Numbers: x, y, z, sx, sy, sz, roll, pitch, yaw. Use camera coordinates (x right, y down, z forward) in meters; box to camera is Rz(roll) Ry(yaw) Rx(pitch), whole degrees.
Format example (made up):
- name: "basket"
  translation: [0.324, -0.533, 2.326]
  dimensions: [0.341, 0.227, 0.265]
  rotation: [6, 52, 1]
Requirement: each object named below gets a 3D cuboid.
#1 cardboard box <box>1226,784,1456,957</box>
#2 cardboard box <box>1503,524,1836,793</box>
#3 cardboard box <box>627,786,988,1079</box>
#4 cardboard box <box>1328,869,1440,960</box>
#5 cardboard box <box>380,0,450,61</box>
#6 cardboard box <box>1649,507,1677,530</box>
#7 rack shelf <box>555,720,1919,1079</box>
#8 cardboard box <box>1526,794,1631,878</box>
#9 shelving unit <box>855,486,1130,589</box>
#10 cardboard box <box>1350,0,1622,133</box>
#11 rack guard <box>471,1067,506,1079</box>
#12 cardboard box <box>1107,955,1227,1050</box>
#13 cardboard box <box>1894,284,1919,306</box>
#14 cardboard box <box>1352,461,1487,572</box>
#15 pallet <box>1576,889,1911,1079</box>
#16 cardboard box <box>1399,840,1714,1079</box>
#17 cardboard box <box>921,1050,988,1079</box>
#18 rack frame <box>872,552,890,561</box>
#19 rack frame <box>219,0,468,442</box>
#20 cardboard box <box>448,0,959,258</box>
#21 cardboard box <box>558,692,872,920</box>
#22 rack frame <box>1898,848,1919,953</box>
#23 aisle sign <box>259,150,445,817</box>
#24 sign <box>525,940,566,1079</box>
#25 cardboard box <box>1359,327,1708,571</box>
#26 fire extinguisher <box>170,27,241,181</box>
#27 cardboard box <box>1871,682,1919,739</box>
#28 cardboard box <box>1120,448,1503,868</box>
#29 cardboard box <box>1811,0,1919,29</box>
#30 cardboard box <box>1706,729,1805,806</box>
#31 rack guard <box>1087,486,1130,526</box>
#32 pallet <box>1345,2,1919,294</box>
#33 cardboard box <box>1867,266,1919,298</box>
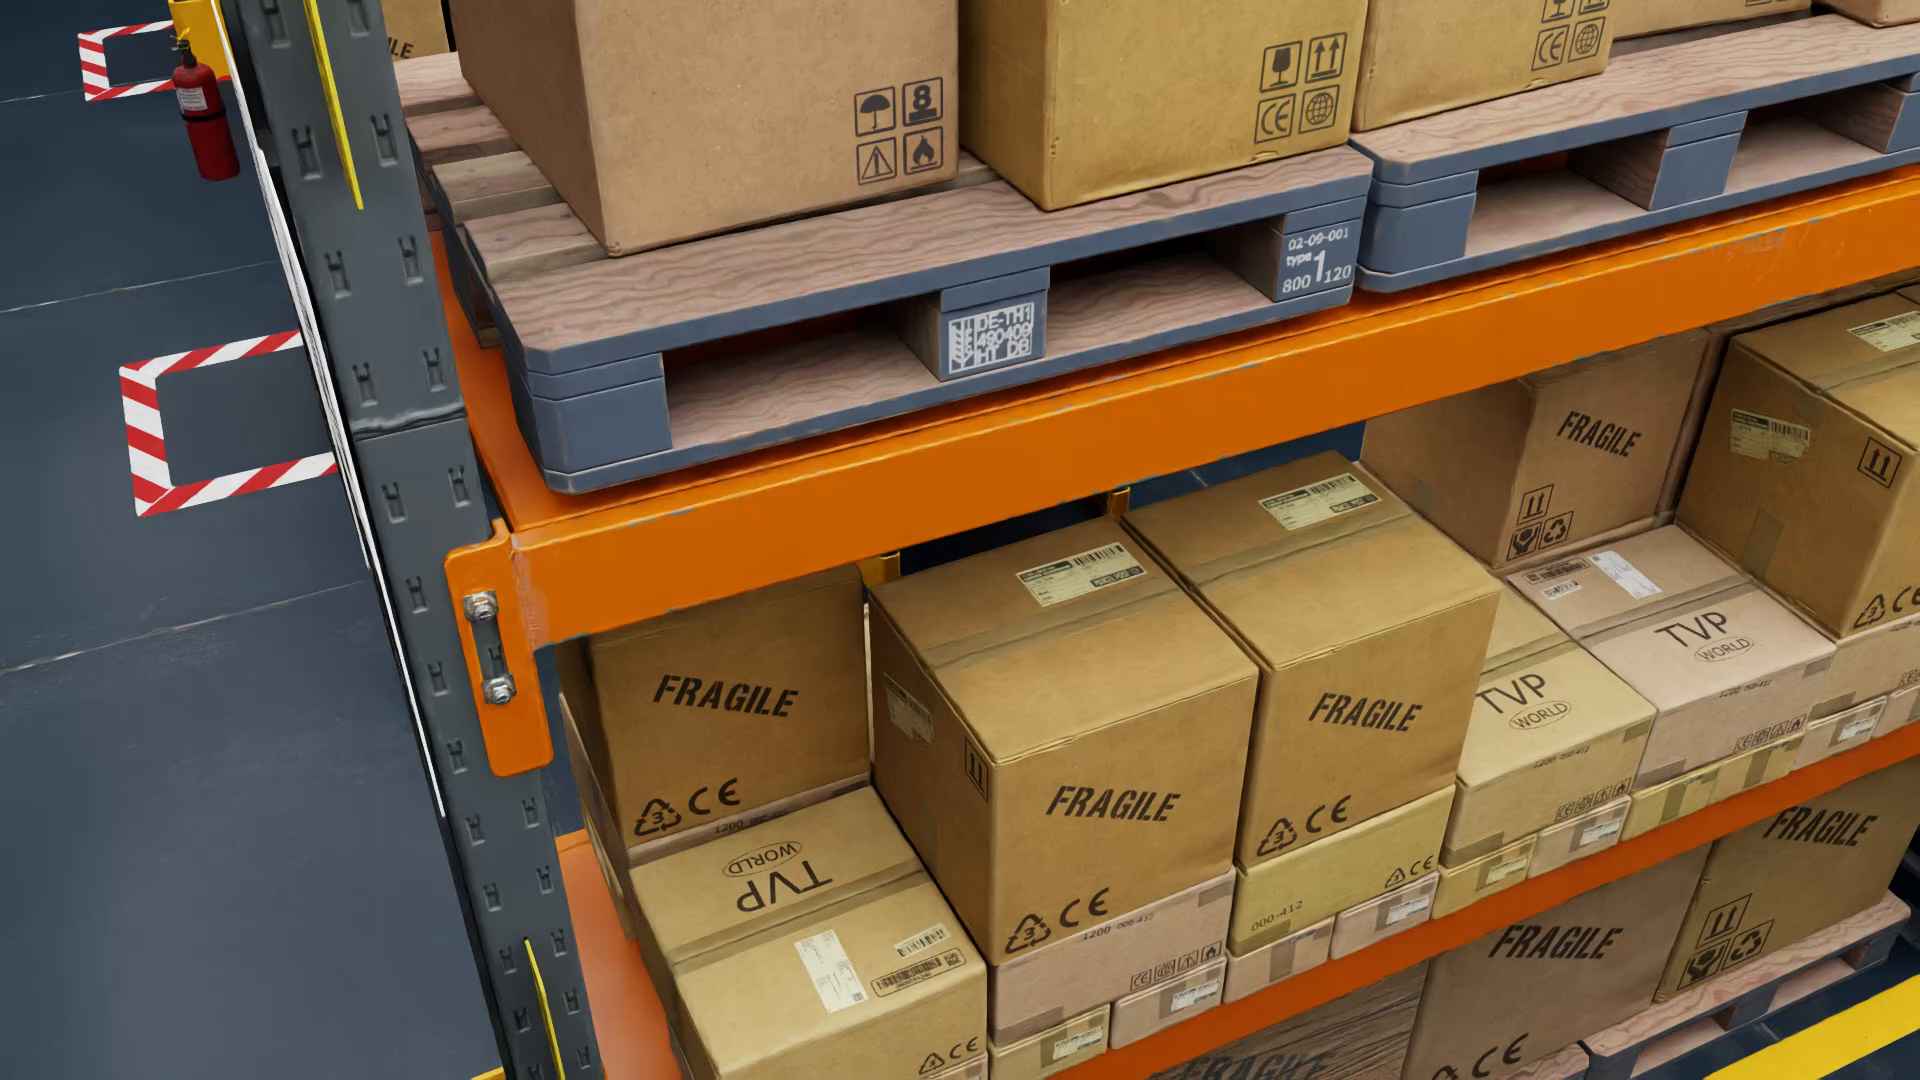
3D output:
- name: "cardboard box"
  translation: [0.640, 0.514, 3.415]
  dimensions: [0.500, 0.250, 0.500]
  rotation: [-17, 40, -21]
- name: "cardboard box"
  translation: [1.570, 0.253, 3.767]
  dimensions: [0.500, 0.250, 0.500]
  rotation: [-15, 39, -19]
- name: "cardboard box"
  translation: [-0.284, 0.775, 3.064]
  dimensions: [0.500, 0.250, 0.500]
  rotation: [-17, 40, -21]
- name: "cardboard box"
  translation: [0.791, 0.672, 3.537]
  dimensions: [0.250, 0.149, 0.380]
  rotation: [-16, 39, -20]
- name: "cardboard box"
  translation: [-2.326, -2.015, 6.615]
  dimensions: [0.500, 0.500, 0.500]
  rotation: [-14, 39, -18]
- name: "cardboard box"
  translation: [1.798, -0.161, 4.325]
  dimensions: [0.500, 0.250, 0.500]
  rotation: [-16, 39, -20]
- name: "rack shelf"
  translation: [0.977, 0.593, 4.037]
  dimensions: [4.000, 0.370, 1.077]
  rotation: [-16, 39, -20]
- name: "cardboard box"
  translation: [1.257, 0.541, 3.713]
  dimensions: [0.250, 0.149, 0.380]
  rotation: [-15, 39, -19]
- name: "shelving unit"
  translation: [0.069, -0.622, 6.329]
  dimensions: [1.083, 1.500, 0.587]
  rotation: [-16, 39, -20]
- name: "cardboard box"
  translation: [0.622, -1.039, 2.594]
  dimensions: [0.500, 0.500, 0.700]
  rotation: [-18, 40, -23]
- name: "rack guard"
  translation: [-0.855, 1.820, 3.877]
  dimensions: [0.348, 0.500, 1.175]
  rotation: [-16, 39, -20]
- name: "cardboard box"
  translation: [0.327, 0.802, 3.362]
  dimensions: [0.250, 0.149, 0.380]
  rotation: [-16, 40, -21]
- name: "cardboard box"
  translation: [2.485, -0.302, 3.887]
  dimensions: [0.500, 0.500, 0.500]
  rotation: [-15, 39, -19]
- name: "cardboard box"
  translation: [0.882, 0.094, 3.982]
  dimensions: [0.500, 0.250, 0.500]
  rotation: [-16, 39, -20]
- name: "pallet"
  translation: [2.066, 1.068, 5.133]
  dimensions: [1.213, 0.211, 1.003]
  rotation: [-16, 39, -20]
- name: "cardboard box"
  translation: [1.341, 0.834, 4.539]
  dimensions: [0.875, 0.875, 0.875]
  rotation: [-16, 39, -20]
- name: "cardboard box"
  translation: [-0.140, 0.933, 3.185]
  dimensions: [0.250, 0.149, 0.380]
  rotation: [-16, 40, -21]
- name: "rack frame"
  translation: [-0.383, -0.495, 6.159]
  dimensions: [0.032, 1.500, 0.500]
  rotation: [-16, 39, -20]
- name: "rack frame"
  translation: [-0.834, -1.600, 1.353]
  dimensions: [0.127, 3.000, 1.000]
  rotation: [-16, 39, -20]
- name: "cardboard box"
  translation: [-0.386, -0.804, 2.278]
  dimensions: [0.500, 0.500, 0.700]
  rotation: [-18, 40, -23]
- name: "cardboard box"
  translation: [-0.508, 0.485, 3.455]
  dimensions: [0.500, 0.250, 0.500]
  rotation: [-16, 40, -21]
- name: "rack frame"
  translation: [2.787, -0.203, 4.505]
  dimensions: [0.127, 3.000, 1.000]
  rotation: [-16, 39, -20]
- name: "aisle sign"
  translation: [-0.771, -0.054, 2.123]
  dimensions: [0.004, 0.787, 0.394]
  rotation: [-16, 39, -20]
- name: "sign"
  translation: [-0.603, 0.731, 2.453]
  dimensions: [0.005, 0.325, 0.100]
  rotation: [-16, 39, -20]
- name: "cardboard box"
  translation: [1.327, -0.325, 3.917]
  dimensions: [0.500, 0.500, 0.500]
  rotation: [-17, 40, -21]
- name: "fire extinguisher"
  translation: [-3.274, -1.895, 7.165]
  dimensions: [0.183, 0.674, 0.296]
  rotation: [-16, 39, -20]
- name: "cardboard box"
  translation: [2.185, 0.282, 4.062]
  dimensions: [0.250, 0.149, 0.380]
  rotation: [-16, 40, -21]
- name: "cardboard box"
  translation: [0.635, 0.213, 3.192]
  dimensions: [0.500, 0.500, 0.500]
  rotation: [-17, 40, -21]
- name: "cardboard box"
  translation: [1.616, -1.292, 2.936]
  dimensions: [0.500, 0.500, 0.700]
  rotation: [-14, 39, -18]
- name: "cardboard box"
  translation: [1.719, 0.413, 3.886]
  dimensions: [0.250, 0.149, 0.380]
  rotation: [-15, 39, -19]
- name: "rack guard"
  translation: [0.520, -0.246, 6.871]
  dimensions: [0.087, 0.250, 0.587]
  rotation: [-16, 39, -20]
- name: "pallet"
  translation: [0.940, -0.864, 2.953]
  dimensions: [1.213, 0.211, 1.003]
  rotation: [-16, 39, -20]
- name: "cardboard box"
  translation: [2.245, -0.580, 4.260]
  dimensions: [0.500, 0.500, 0.500]
  rotation: [-16, 39, -20]
